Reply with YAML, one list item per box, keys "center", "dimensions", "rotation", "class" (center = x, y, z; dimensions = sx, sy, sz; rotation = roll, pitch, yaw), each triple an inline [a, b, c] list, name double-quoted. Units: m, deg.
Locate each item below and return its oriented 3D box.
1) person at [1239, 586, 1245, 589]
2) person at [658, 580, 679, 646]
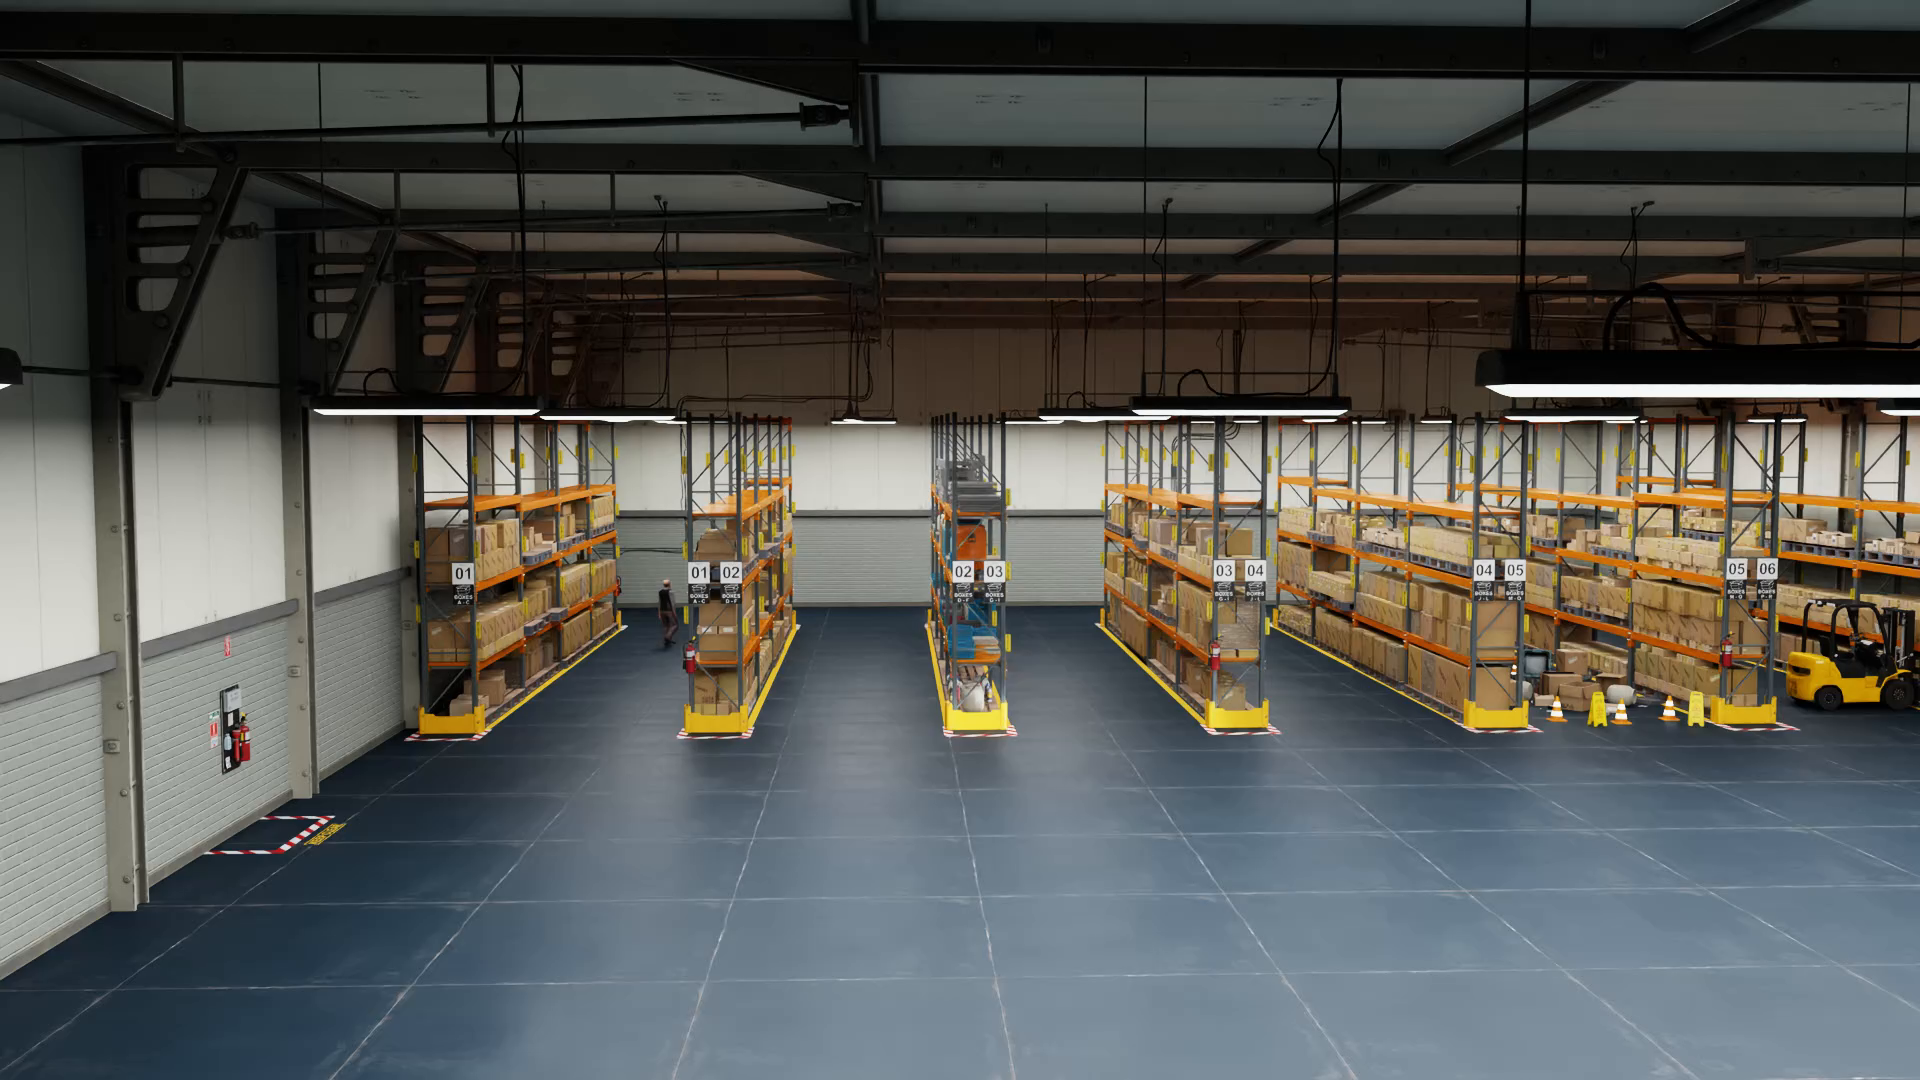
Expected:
- center: [8.383, 1.594, 48.572]
  dimensions: [0.512, 1.592, 1.079]
  rotation: [3, 5, 33]
  class: "person"
- center: [-7.675, 1.904, 43.529]
  dimensions: [0.567, 1.723, 0.480]
  rotation: [2, 5, 31]
  class: "person"
